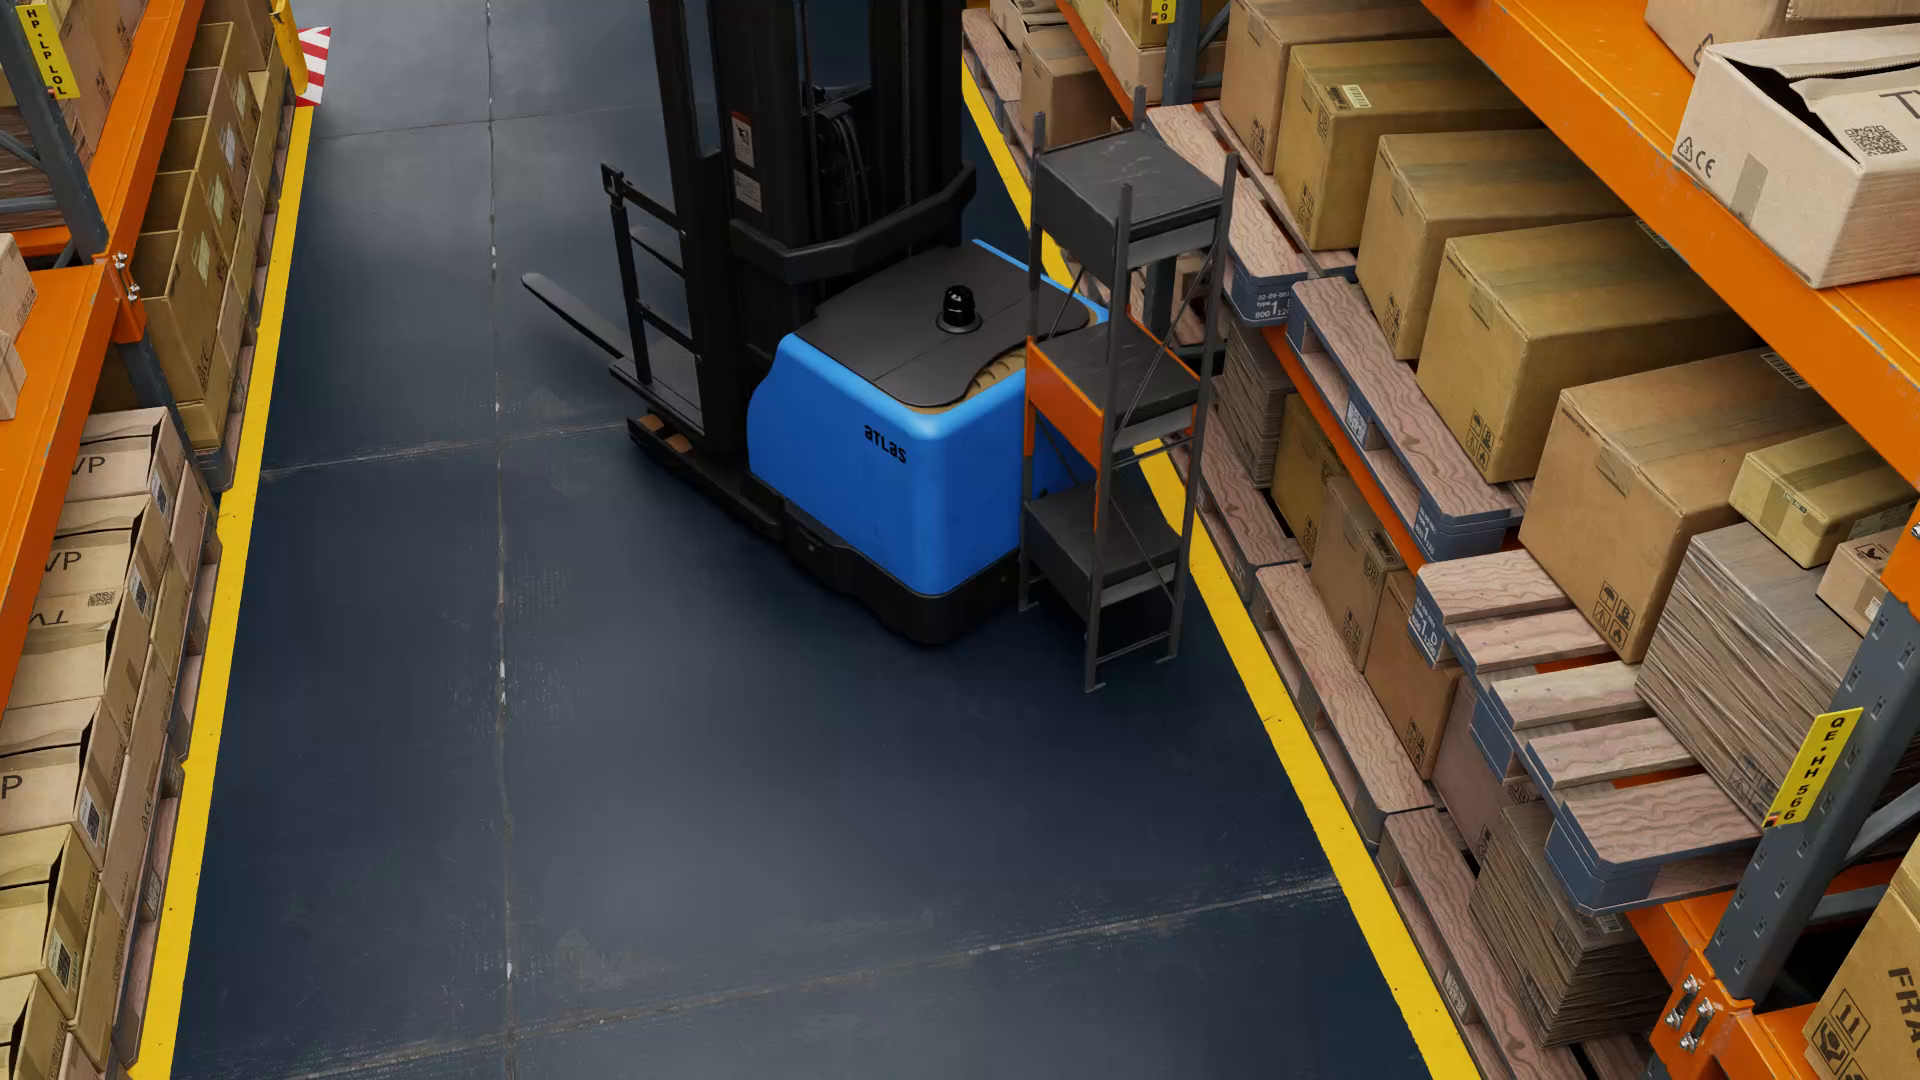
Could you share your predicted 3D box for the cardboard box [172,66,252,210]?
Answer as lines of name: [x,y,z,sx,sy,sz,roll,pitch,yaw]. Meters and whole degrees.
cardboard box: [-3.660,-1.848,7.763,0.500,0.500,0.500,-8,42,-9]

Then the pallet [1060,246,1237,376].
pallet: [1.117,-1.221,7.967,1.003,0.211,1.213,-8,42,-9]

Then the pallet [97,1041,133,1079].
pallet: [-2.816,1.975,4.366,1.003,0.211,1.213,-8,42,-9]

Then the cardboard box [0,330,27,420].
cardboard box: [-3.171,-0.528,5.186,0.396,0.266,0.258,-9,42,-10]

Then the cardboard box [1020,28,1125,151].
cardboard box: [0.727,-2.343,8.681,0.700,0.500,0.500,-11,43,-12]

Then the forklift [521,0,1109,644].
forklift: [-0.776,-1.590,6.333,1.130,2.935,3.031,-32,51,-31]

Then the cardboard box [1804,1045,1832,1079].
cardboard box: [2.004,1.092,3.434,0.380,0.149,0.250,-9,42,-10]

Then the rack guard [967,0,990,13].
rack guard: [0.449,-3.443,10.252,1.175,0.500,0.348,-8,42,-9]

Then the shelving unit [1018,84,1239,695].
shelving unit: [0.519,-0.427,5.649,0.431,2.100,0.503,-20,45,-21]

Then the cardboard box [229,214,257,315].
cardboard box: [-3.550,-1.244,7.647,0.500,0.250,0.500,-8,42,-9]

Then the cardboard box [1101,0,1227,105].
cardboard box: [0.898,-2.049,6.897,0.500,0.250,0.500,-8,42,-9]

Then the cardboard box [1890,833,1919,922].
cardboard box: [2.012,0.672,2.854,0.500,0.250,0.500,-7,42,-8]

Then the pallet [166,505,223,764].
pallet: [-3.343,0.393,6.148,1.003,0.211,1.213,-8,42,-9]

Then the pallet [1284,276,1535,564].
pallet: [1.692,-0.447,5.138,1.003,0.211,1.213,-8,42,-9]

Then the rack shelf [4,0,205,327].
rack shelf: [-3.972,-2.149,7.453,1.077,0.370,4.000,-8,42,-9]

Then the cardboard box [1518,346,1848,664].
cardboard box: [1.901,-0.105,4.202,0.700,0.500,0.500,-12,43,-13]

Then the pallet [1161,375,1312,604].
pallet: [1.466,-0.287,6.914,1.003,0.211,1.213,-8,42,-9]

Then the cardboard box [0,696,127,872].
cardboard box: [-2.844,0.748,4.981,0.500,0.311,0.500,-9,42,-10]

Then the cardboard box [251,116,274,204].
cardboard box: [-3.770,-1.892,8.376,0.500,0.250,0.500,-8,42,-9]

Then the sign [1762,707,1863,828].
sign: [1.632,0.439,3.183,0.100,0.325,0.005,-8,42,-9]

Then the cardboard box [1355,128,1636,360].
cardboard box: [1.659,-0.915,5.115,0.700,0.500,0.500,-3,42,-3]

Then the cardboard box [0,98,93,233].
cardboard box: [-3.642,-1.446,6.044,0.700,0.500,0.500,-9,42,-10]

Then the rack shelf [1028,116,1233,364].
rack shelf: [0.519,-0.940,5.194,0.431,0.518,0.480,-20,45,-21]

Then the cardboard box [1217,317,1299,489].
cardboard box: [1.471,-0.589,6.705,0.700,0.500,0.500,-7,42,-8]

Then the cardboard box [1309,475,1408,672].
cardboard box: [1.702,0.075,5.957,0.700,0.500,0.500,-8,42,-9]

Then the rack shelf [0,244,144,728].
rack shelf: [-3.108,0.444,4.532,1.077,0.370,4.000,-8,42,-9]

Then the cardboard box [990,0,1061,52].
cardboard box: [0.494,-3.124,9.704,0.500,0.311,0.500,-13,43,-14]

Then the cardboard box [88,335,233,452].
cardboard box: [-3.344,-0.594,6.915,0.500,0.250,0.500,-8,42,-9]

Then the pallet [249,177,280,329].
pallet: [-3.938,-1.393,8.160,1.003,0.211,1.213,-8,42,-9]

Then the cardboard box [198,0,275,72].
cardboard box: [-3.997,-2.819,8.856,0.500,0.500,0.500,-8,42,-9]

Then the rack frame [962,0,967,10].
rack frame: [0.433,-4.427,9.477,1.000,3.000,0.127,-8,42,-9]

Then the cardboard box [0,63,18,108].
cardboard box: [-3.409,-1.604,5.733,0.380,0.149,0.250,-8,42,-9]

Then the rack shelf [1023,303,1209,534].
rack shelf: [0.519,-0.417,5.658,0.431,0.518,0.480,-20,45,-21]

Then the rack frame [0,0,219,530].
rack frame: [-3.540,-1.122,5.754,1.000,3.000,0.127,-8,42,-9]

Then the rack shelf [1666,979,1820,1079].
rack shelf: [2.591,2.324,2.414,1.077,0.370,4.000,-8,42,-9]

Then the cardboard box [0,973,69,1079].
cardboard box: [-2.625,1.412,4.232,0.500,0.311,0.500,-9,42,-10]

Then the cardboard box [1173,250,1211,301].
cardboard box: [1.151,-1.281,7.737,0.380,0.166,0.250,-14,43,-15]

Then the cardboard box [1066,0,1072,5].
cardboard box: [0.675,-2.697,7.626,0.500,0.250,0.500,-9,42,-10]

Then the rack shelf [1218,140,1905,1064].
rack shelf: [1.728,-0.268,5.335,1.077,0.370,4.000,-8,42,-9]

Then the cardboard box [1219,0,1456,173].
cardboard box: [1.373,-1.701,6.000,0.700,0.500,0.500,-8,42,-9]

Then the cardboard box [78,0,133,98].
cardboard box: [-3.867,-2.112,6.795,0.700,0.500,0.500,-8,42,-9]

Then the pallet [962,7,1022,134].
pallet: [0.590,-2.803,9.749,1.003,0.211,1.213,-8,42,-9]

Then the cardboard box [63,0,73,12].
cardboard box: [-3.579,-2.103,6.296,0.380,0.149,0.250,-9,42,-10]

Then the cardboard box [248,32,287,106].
cardboard box: [-3.999,-2.538,9.104,0.500,0.250,0.500,-8,42,-9]

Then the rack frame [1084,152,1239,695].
rack frame: [0.635,-0.285,5.489,0.400,2.100,0.015,-20,45,-21]

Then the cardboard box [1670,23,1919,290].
cardboard box: [1.740,-0.765,3.145,0.500,0.311,0.500,-8,42,-9]

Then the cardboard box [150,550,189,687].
cardboard box: [-3.060,0.305,5.902,0.500,0.250,0.500,-9,42,-10]

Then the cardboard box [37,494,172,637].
cardboard box: [-3.054,0.098,5.713,0.500,0.311,0.500,-7,42,-8]

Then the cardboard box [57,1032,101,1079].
cardboard box: [-2.612,1.635,4.403,0.500,0.250,0.500,-9,42,-10]

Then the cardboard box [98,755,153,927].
cardboard box: [-2.841,0.967,5.156,0.500,0.250,0.500,-8,42,-8]

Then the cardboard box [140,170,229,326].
cardboard box: [-3.450,-1.199,7.032,0.500,0.500,0.500,-8,42,-9]

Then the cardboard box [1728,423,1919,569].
cardboard box: [1.972,-0.111,3.721,0.380,0.149,0.250,-15,44,-16]

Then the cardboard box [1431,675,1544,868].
cardboard box: [1.956,0.719,5.232,0.700,0.500,0.500,-8,42,-9]
